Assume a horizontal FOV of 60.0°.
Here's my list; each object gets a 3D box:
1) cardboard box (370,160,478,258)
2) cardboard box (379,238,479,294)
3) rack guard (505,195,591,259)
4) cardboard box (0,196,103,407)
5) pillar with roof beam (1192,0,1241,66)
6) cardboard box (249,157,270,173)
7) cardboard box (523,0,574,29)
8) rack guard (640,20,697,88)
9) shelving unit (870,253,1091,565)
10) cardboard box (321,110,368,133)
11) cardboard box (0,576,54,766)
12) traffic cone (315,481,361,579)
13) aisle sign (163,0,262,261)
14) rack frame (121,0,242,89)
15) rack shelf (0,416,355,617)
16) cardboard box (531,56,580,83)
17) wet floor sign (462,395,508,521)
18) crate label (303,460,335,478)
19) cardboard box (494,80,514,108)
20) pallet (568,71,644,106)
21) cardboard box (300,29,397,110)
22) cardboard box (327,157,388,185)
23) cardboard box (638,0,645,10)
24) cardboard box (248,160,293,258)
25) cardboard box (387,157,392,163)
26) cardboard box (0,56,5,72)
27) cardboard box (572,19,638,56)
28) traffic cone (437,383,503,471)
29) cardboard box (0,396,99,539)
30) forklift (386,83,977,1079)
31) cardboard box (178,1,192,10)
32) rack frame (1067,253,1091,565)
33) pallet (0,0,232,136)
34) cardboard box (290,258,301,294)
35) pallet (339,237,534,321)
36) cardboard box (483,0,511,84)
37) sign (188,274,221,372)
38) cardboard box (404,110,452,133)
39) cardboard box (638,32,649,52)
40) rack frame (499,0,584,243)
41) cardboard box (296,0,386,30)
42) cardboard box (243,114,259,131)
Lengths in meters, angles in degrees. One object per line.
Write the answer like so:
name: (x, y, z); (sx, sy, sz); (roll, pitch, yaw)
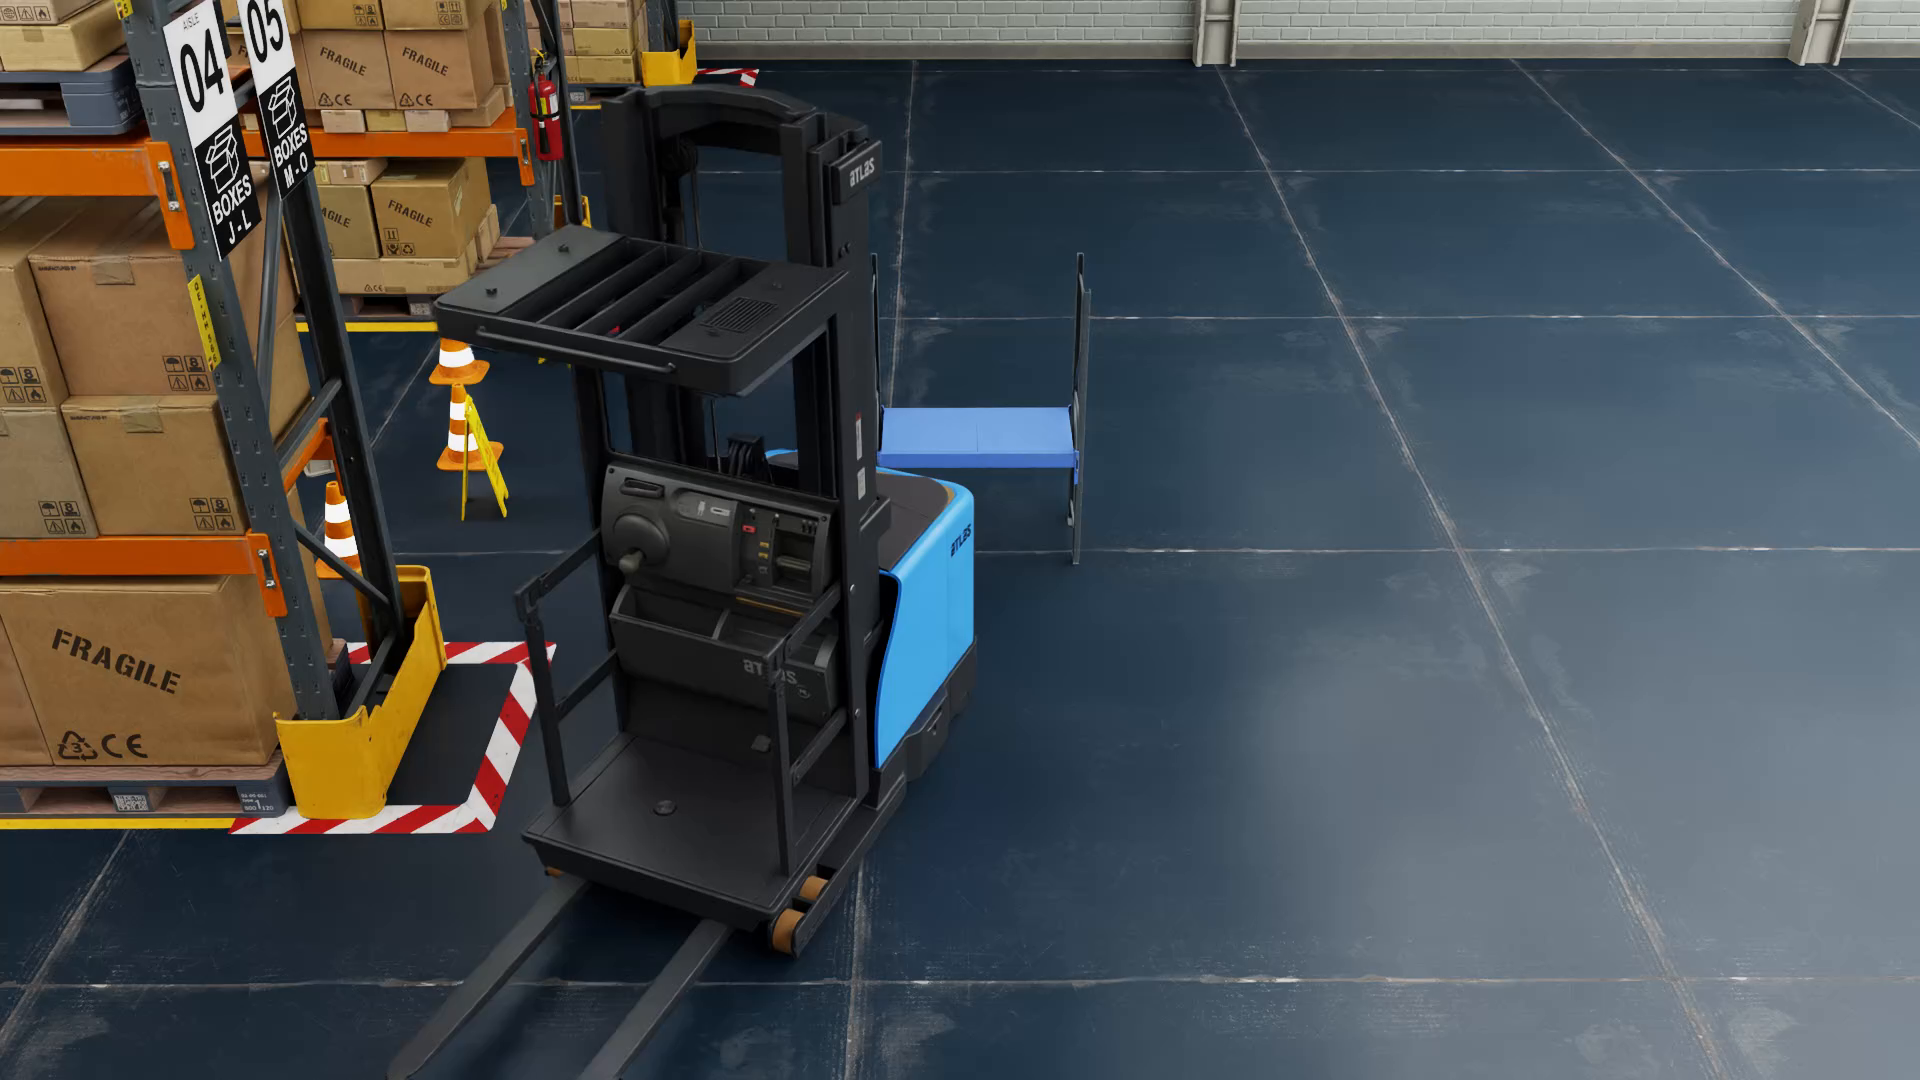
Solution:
cardboard box: (-3.529, -2.189, 10.989); (0.500, 0.500, 0.500); (0, 31, 0)
cardboard box: (-3.561, -1.864, 11.176); (0.500, 0.250, 0.500); (0, 31, -1)
rack guard: (-2.806, -1.933, 11.454); (0.348, 0.500, 1.175); (0, 31, 0)
cardboard box: (-3.520, -0.930, 6.205); (0.550, 0.550, 0.875); (0, 31, 0)
pillar with roof beam: (2.561, -6.393, 10.611); (0.400, 9.000, 9.100); (0, 31, 0)
cardboard box: (-4.411, -2.431, 10.763); (0.250, 0.149, 0.380); (1, 31, 2)
cardboard box: (-3.733, -4.840, 15.118); (0.500, 0.250, 0.500); (0, 31, 1)
rack guard: (-2.739, -4.508, 15.698); (0.348, 0.500, 1.175); (0, 31, 0)
shelving unit: (0.085, -0.641, 8.361); (1.048, 1.500, 0.538); (0, 31, 0)
cardboard box: (-3.869, -2.718, 10.580); (0.250, 0.149, 0.380); (0, 31, 1)
cardboard box: (-4.156, 0.334, 6.951); (0.875, 0.875, 0.875); (-1, 31, -1)
traffic cone: (-3.139, -0.085, 8.444); (0.334, 0.463, 0.336); (0, 31, 0)
aisle sign: (-2.526, -1.391, 5.644); (0.004, 0.787, 0.394); (0, 31, 0)
rack frame: (-2.599, -3.000, 5.019); (0.127, 3.000, 1.000); (0, 31, 0)
rack shelf: (-4.599, -0.121, 6.751); (4.000, 0.370, 1.077); (0, 31, 0)
cardboard box: (-3.729, -4.419, 15.387); (0.500, 0.250, 0.500); (0, 31, 0)
wet floor sign: (-2.582, -0.455, 8.878); (0.232, 0.644, 0.267); (-5, 32, -9)
crate label: (-3.591, -0.498, 9.439); (0.298, 0.136, 0.250); (-17, 35, -26)
cardboard box: (-3.071, -3.001, 11.046); (0.250, 0.149, 0.380); (0, 31, 0)
pallet: (-3.528, -4.360, 15.733); (1.213, 0.211, 1.003); (0, 31, 0)
cardboard box: (-3.772, -3.028, 10.466); (0.500, 0.500, 0.500); (0, 31, 0)
cardboard box: (-3.896, -2.430, 10.761); (0.250, 0.149, 0.380); (1, 31, 1)
cardboard box: (-3.245, -5.105, 15.554); (0.500, 0.250, 0.500); (-1, 31, -1)
cardboard box: (-4.556, -2.187, 10.987); (0.500, 0.500, 0.500); (-1, 31, -1)
cardboard box: (-4.085, -2.463, 11.441); (0.500, 0.500, 0.500); (-1, 31, -2)
cardboard box: (-3.181, -1.655, 5.435); (0.250, 0.149, 0.380); (0, 31, 0)
cardboard box: (-3.248, -4.631, 15.255); (0.500, 0.250, 0.500); (-1, 31, -1)
traffic cone: (-2.805, -0.672, 9.412); (0.334, 0.463, 0.336); (0, 31, 0)
cardboard box: (-3.520, -0.461, 6.474); (0.550, 0.550, 0.875); (0, 31, 0)
forklift: (-0.973, 0.038, 5.862); (1.130, 2.935, 3.031); (13, 33, 20)
cardboard box: (-2.944, -1.997, 5.999); (0.250, 0.149, 0.380); (0, 31, 0)
rack frame: (0.594, -0.643, 8.364); (0.032, 1.500, 0.500); (0, 31, 0)
pallet: (-3.341, -1.671, 5.807); (1.213, 0.211, 1.003); (0, 31, 0)
cardboard box: (-4.578, -1.862, 11.173); (0.500, 0.250, 0.500); (-1, 31, -2)
pallet: (-3.618, -1.825, 11.555); (1.213, 0.211, 1.003); (0, 31, 0)
cardboard box: (-3.205, -3.314, 10.938); (0.500, 0.500, 0.500); (-1, 31, -1)
sign: (-2.610, -0.749, 5.749); (0.005, 0.325, 0.100); (0, 31, 0)
cardboard box: (-3.355, -2.724, 10.590); (0.250, 0.149, 0.380); (-1, 31, -1)
cardboard box: (-3.256, -4.681, 15.819); (0.500, 0.250, 0.500); (0, 31, 0)
rack frame: (-2.730, -3.002, 10.806); (0.127, 3.000, 1.000); (0, 31, 0)
cardboard box: (-3.745, -3.487, 10.258); (0.500, 0.500, 0.700); (0, 31, 0)
cardboard box: (-4.381, -2.742, 10.620); (0.250, 0.149, 0.380); (0, 31, -1)
